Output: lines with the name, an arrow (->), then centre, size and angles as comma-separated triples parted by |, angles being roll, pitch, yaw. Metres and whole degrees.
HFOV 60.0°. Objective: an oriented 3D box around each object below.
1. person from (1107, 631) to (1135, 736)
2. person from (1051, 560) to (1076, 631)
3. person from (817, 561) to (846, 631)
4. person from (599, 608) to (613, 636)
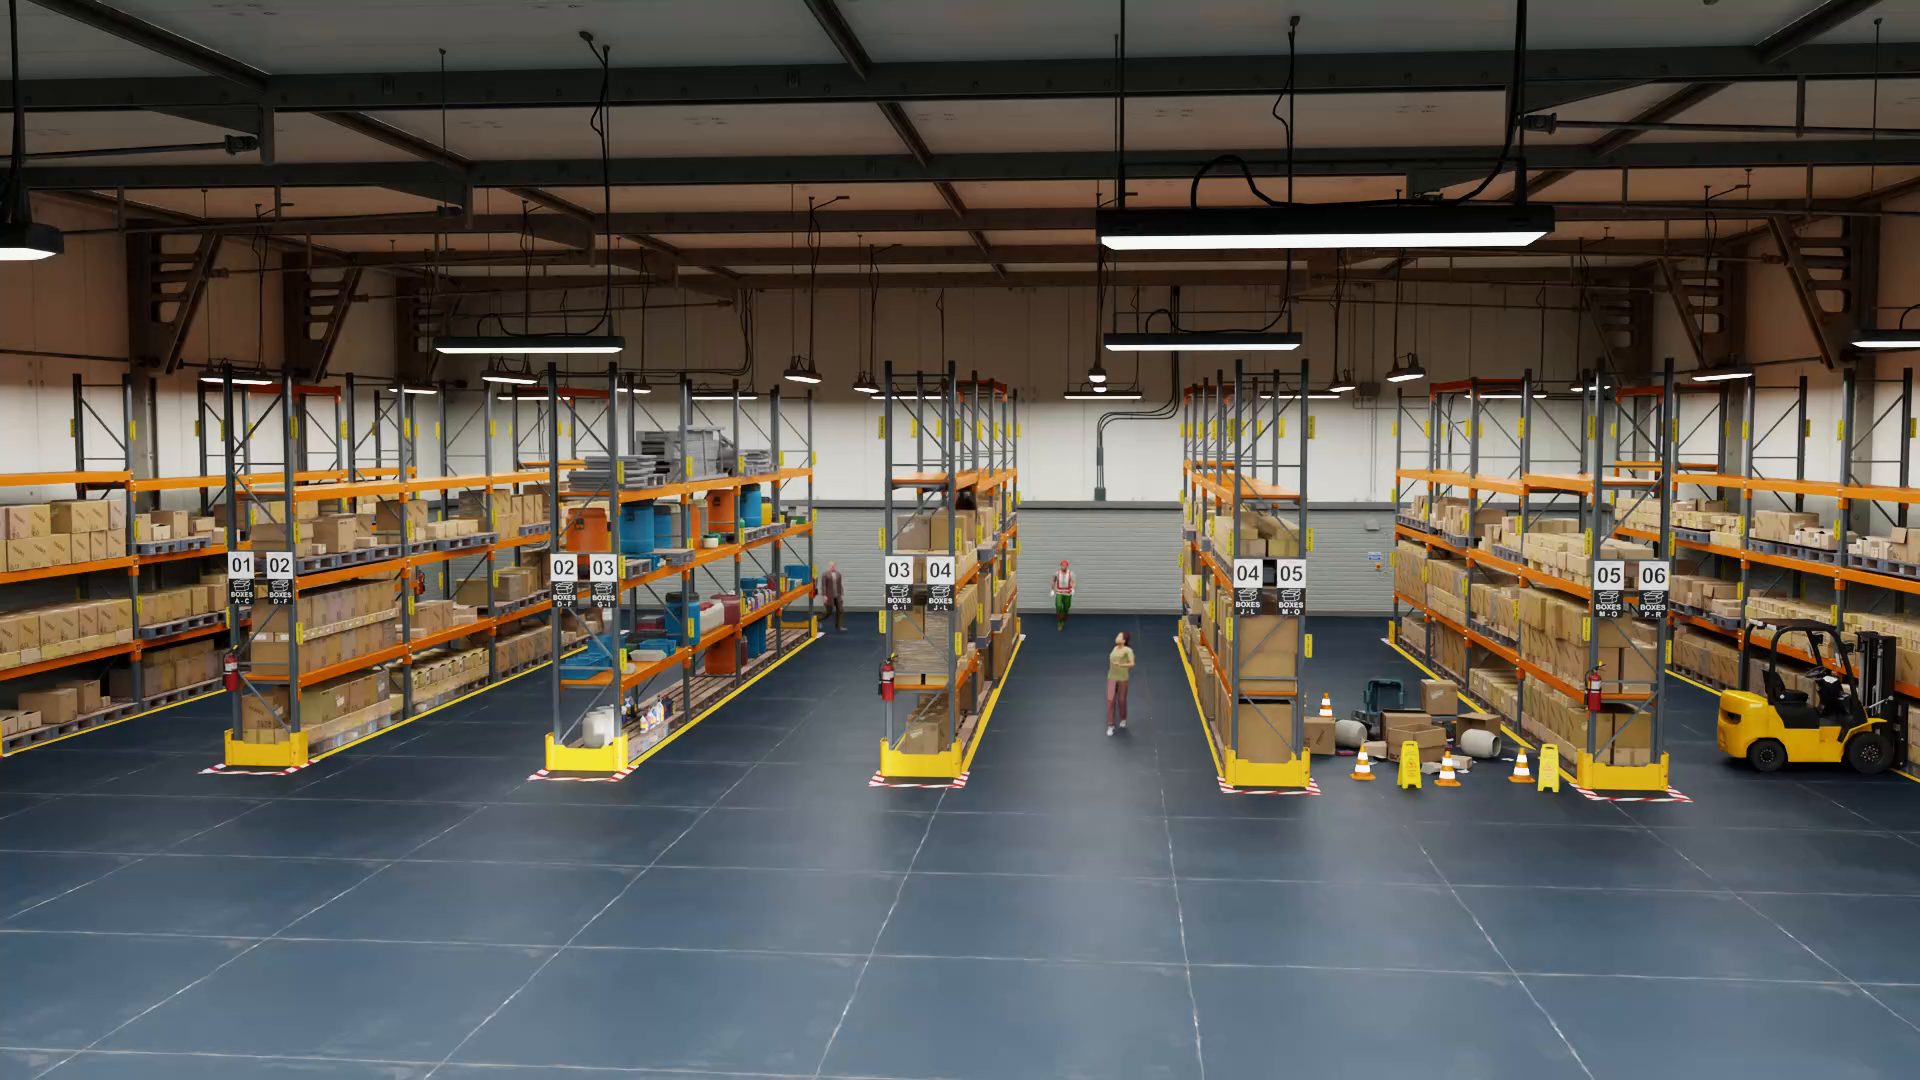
person -> 2.682, 2.353, 27.589 | 0.474, 1.690, 0.865 | 1, 4, 13
person -> 2.611, 1.405, 41.985 | 0.630, 1.812, 0.877 | 0, 4, 4
person -> -3.196, 1.394, 41.418 | 0.631, 1.744, 0.845 | -4, 5, -44
person -> -7.678, 1.763, 36.311 | 0.402, 1.695, 0.467 | 1, 4, 18
